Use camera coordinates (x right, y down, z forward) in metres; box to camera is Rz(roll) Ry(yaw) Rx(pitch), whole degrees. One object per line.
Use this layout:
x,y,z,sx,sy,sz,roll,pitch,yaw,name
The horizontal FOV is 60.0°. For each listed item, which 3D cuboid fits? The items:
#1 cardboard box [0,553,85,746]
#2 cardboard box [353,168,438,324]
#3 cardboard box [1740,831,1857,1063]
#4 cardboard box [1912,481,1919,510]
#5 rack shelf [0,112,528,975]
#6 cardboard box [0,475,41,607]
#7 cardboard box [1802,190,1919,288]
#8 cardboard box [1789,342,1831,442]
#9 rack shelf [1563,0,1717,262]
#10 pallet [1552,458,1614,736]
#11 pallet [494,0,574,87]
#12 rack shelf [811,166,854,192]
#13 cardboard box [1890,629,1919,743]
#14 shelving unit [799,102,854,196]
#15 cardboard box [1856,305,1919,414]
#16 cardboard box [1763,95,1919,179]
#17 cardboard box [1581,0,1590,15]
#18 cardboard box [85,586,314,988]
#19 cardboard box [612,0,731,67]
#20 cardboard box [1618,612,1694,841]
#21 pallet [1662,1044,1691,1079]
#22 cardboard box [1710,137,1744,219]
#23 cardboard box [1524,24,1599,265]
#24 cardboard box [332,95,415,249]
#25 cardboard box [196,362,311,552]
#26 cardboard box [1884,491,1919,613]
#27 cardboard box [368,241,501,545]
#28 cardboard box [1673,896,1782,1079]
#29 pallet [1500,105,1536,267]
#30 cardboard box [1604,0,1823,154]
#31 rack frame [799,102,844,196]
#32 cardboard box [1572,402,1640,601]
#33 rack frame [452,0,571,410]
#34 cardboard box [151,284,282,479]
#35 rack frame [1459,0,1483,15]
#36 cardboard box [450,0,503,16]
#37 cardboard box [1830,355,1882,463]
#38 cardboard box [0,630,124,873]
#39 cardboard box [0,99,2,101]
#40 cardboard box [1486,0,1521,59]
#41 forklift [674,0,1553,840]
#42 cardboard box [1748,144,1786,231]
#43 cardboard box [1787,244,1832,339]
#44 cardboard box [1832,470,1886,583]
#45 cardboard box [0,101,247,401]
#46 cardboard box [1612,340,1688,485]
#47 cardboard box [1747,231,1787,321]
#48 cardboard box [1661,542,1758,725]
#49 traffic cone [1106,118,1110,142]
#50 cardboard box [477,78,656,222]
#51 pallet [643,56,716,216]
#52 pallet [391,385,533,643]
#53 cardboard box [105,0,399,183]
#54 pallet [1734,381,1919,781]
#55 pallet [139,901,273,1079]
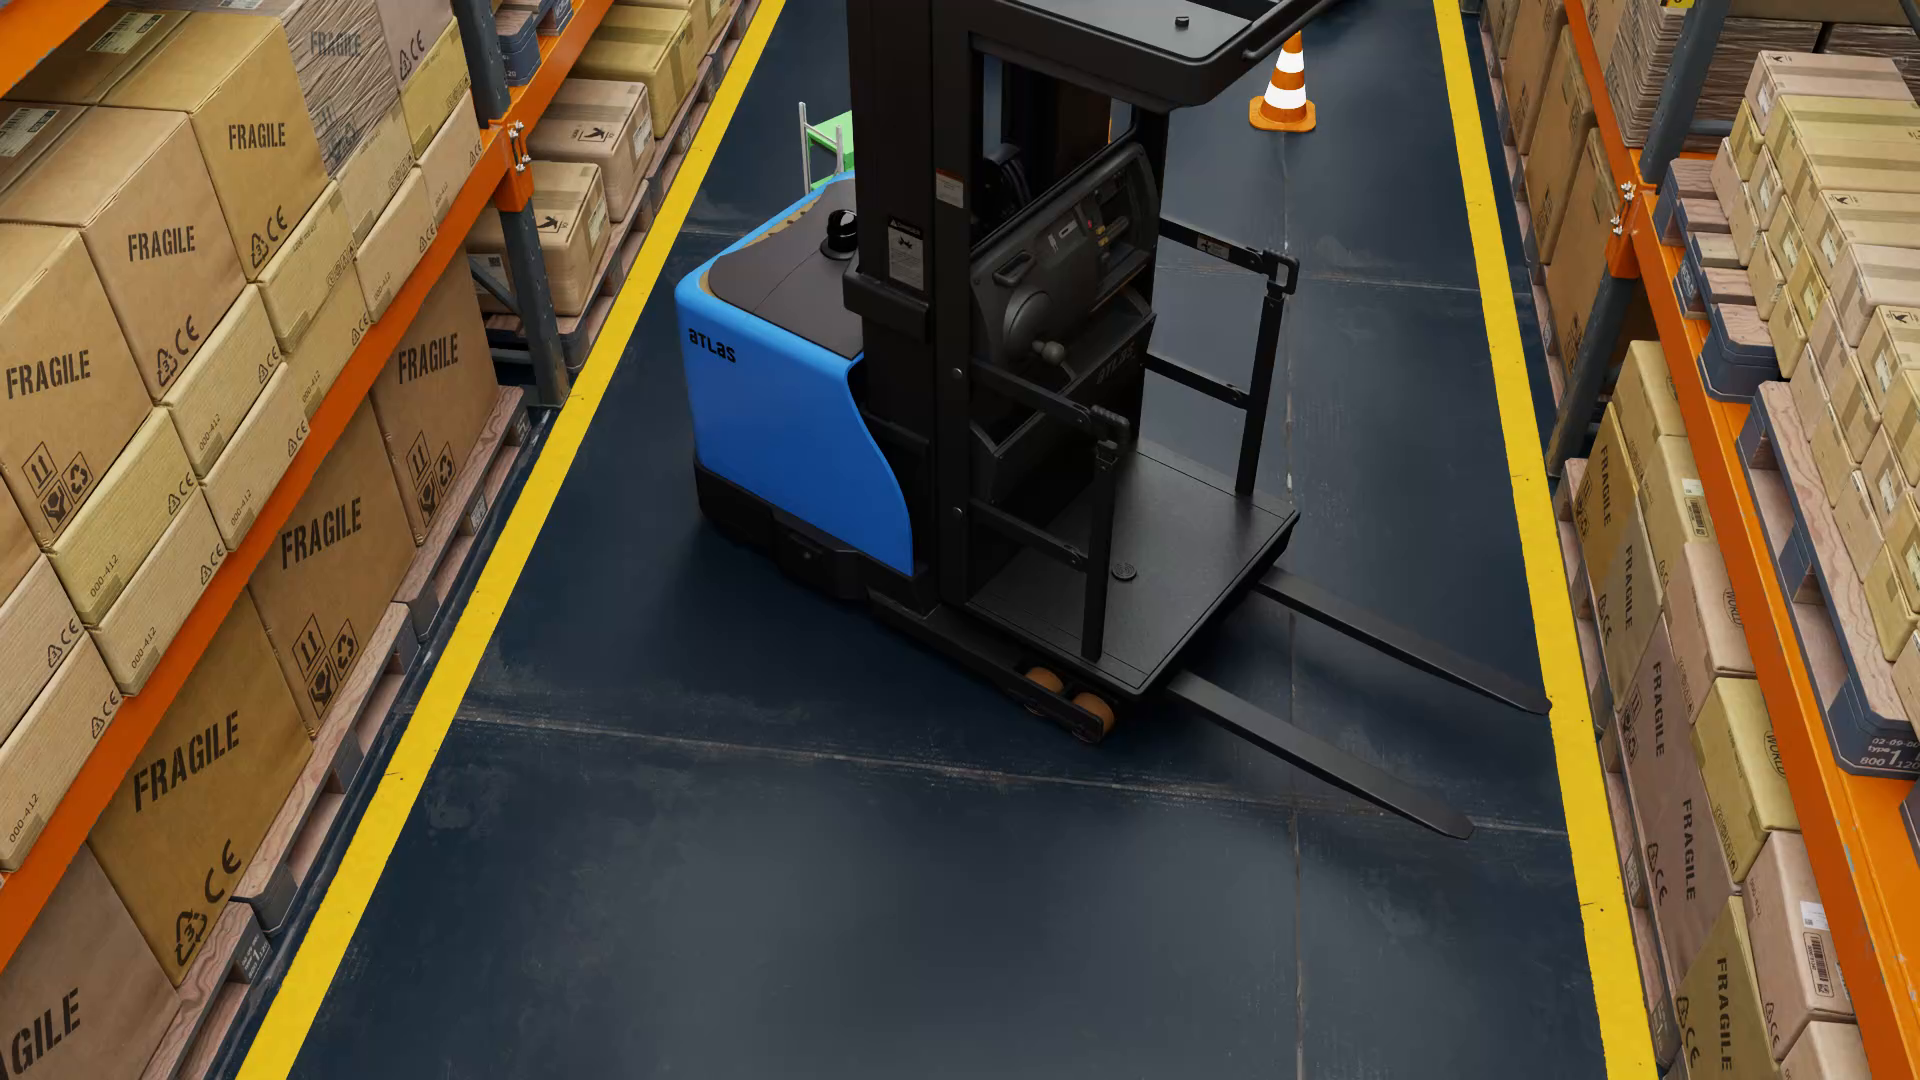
-2.267,0.259,3.540,0.500,0.250,0.500,6,44,6,cardboard box
-1.978,-0.936,5.166,0.500,0.250,0.500,6,44,6,cardboard box
2.204,1.002,3.977,0.500,0.250,0.500,7,44,7,cardboard box
2.307,-0.058,3.574,0.380,0.149,0.250,3,44,4,cardboard box
-2.381,-0.084,4.680,1.077,0.370,4.000,5,44,6,rack shelf
-2.262,-0.004,3.273,0.500,0.500,0.500,5,44,5,cardboard box
2.445,-0.776,4.333,0.380,0.149,0.250,4,44,4,cardboard box
2.406,-0.369,4.335,0.380,0.149,0.250,7,44,7,cardboard box
3.068,-2.429,7.157,1.077,0.370,4.000,5,44,6,rack shelf
2.699,0.218,5.866,1.003,0.211,1.213,5,44,6,pallet
-2.128,-2.134,6.461,1.213,0.211,1.003,5,44,6,pallet
-0.338,-1.383,6.581,0.480,0.148,0.258,-32,52,-29,rack shelf
2.264,0.342,3.585,0.380,0.149,0.250,4,44,4,cardboard box
-0.338,-1.255,6.702,0.503,1.200,0.258,-32,52,-29,shelving unit
2.378,-0.411,3.947,0.380,0.149,0.250,6,44,7,cardboard box
2.517,-1.123,4.699,0.380,0.149,0.250,4,44,4,cardboard box
2.730,-2.375,6.504,0.500,0.500,0.500,5,44,5,cardboard box
-2.531,0.591,4.684,0.875,0.875,0.875,6,44,7,cardboard box
-1.746,-2.784,8.615,0.950,0.372,0.625,8,44,8,cardboard box
2.331,0.580,4.968,0.500,0.500,0.500,4,44,4,cardboard box
2.376,1.881,4.110,1.003,0.211,1.213,5,44,6,pallet
2.544,-1.102,5.109,0.380,0.149,0.250,5,44,5,cardboard box
3.085,-1.665,7.158,1.050,0.750,0.750,6,44,6,cardboard box
-1.993,-1.132,5.009,0.500,0.250,0.500,4,44,4,cardboard box
-2.100,-0.244,4.435,0.500,0.250,0.500,5,44,5,cardboard box
2.302,0.042,3.685,0.380,0.149,0.250,5,44,6,cardboard box
-2.290,-0.626,5.969,0.875,0.875,0.875,5,44,5,cardboard box
2.191,1.277,4.232,0.500,0.500,0.500,4,44,5,cardboard box
3.146,-1.674,7.864,1.003,0.211,1.213,5,44,6,pallet
2.597,-1.695,5.785,0.500,0.500,0.500,5,44,6,cardboard box
-0.520,-1.143,6.584,0.015,1.200,0.240,-32,52,-29,rack frame
2.457,-0.113,5.700,0.500,0.500,0.500,4,44,4,cardboard box
-2.117,-1.708,5.872,1.000,3.000,0.127,5,44,6,rack frame
-2.109,-0.427,4.265,0.500,0.250,0.500,4,44,4,cardboard box
3.332,-4.053,8.349,1.000,3.000,0.127,5,44,6,rack frame
-1.889,-1.974,6.030,0.380,0.149,0.250,3,44,3,cardboard box
2.372,-0.307,4.054,0.380,0.149,0.250,5,44,5,cardboard box
-2.259,0.444,3.709,0.500,0.250,0.500,4,44,4,cardboard box
-2.564,-1.103,4.434,0.500,0.500,0.500,6,44,7,cardboard box
3.339,-2.957,8.522,1.050,0.750,0.750,5,44,5,cardboard box
0.501,-0.809,4.973,3.031,2.935,1.130,27,50,26,forklift
2.507,-1.000,4.785,0.380,0.149,0.250,7,44,8,cardboard box
2.442,-0.646,4.411,0.380,0.149,0.250,5,44,6,cardboard box
2.335,-0.021,3.967,0.380,0.149,0.250,4,44,4,cardboard box
-2.132,-0.699,4.006,0.500,0.500,0.500,5,44,5,cardboard box
2.472,-0.396,5.454,0.500,0.250,0.500,3,44,4,cardboard box
2.473,-0.735,4.722,0.380,0.149,0.250,7,44,8,cardboard box
2.327,0.286,4.734,0.500,0.250,0.500,6,44,6,cardboard box
0.589,-2.252,8.292,0.336,0.463,0.334,5,44,6,traffic cone
-1.942,-1.794,7.569,0.950,0.372,0.625,4,44,5,cardboard box
-1.848,-2.057,8.269,1.003,0.211,1.213,5,44,6,pallet
-2.295,-0.165,6.271,1.003,0.211,1.213,5,44,6,pallet
-1.985,-1.381,4.727,0.500,0.500,0.500,6,44,6,cardboard box
2.582,0.096,4.107,1.003,0.211,1.213,5,44,6,pallet
-2.618,1.498,4.514,1.003,0.211,1.213,5,44,6,pallet
